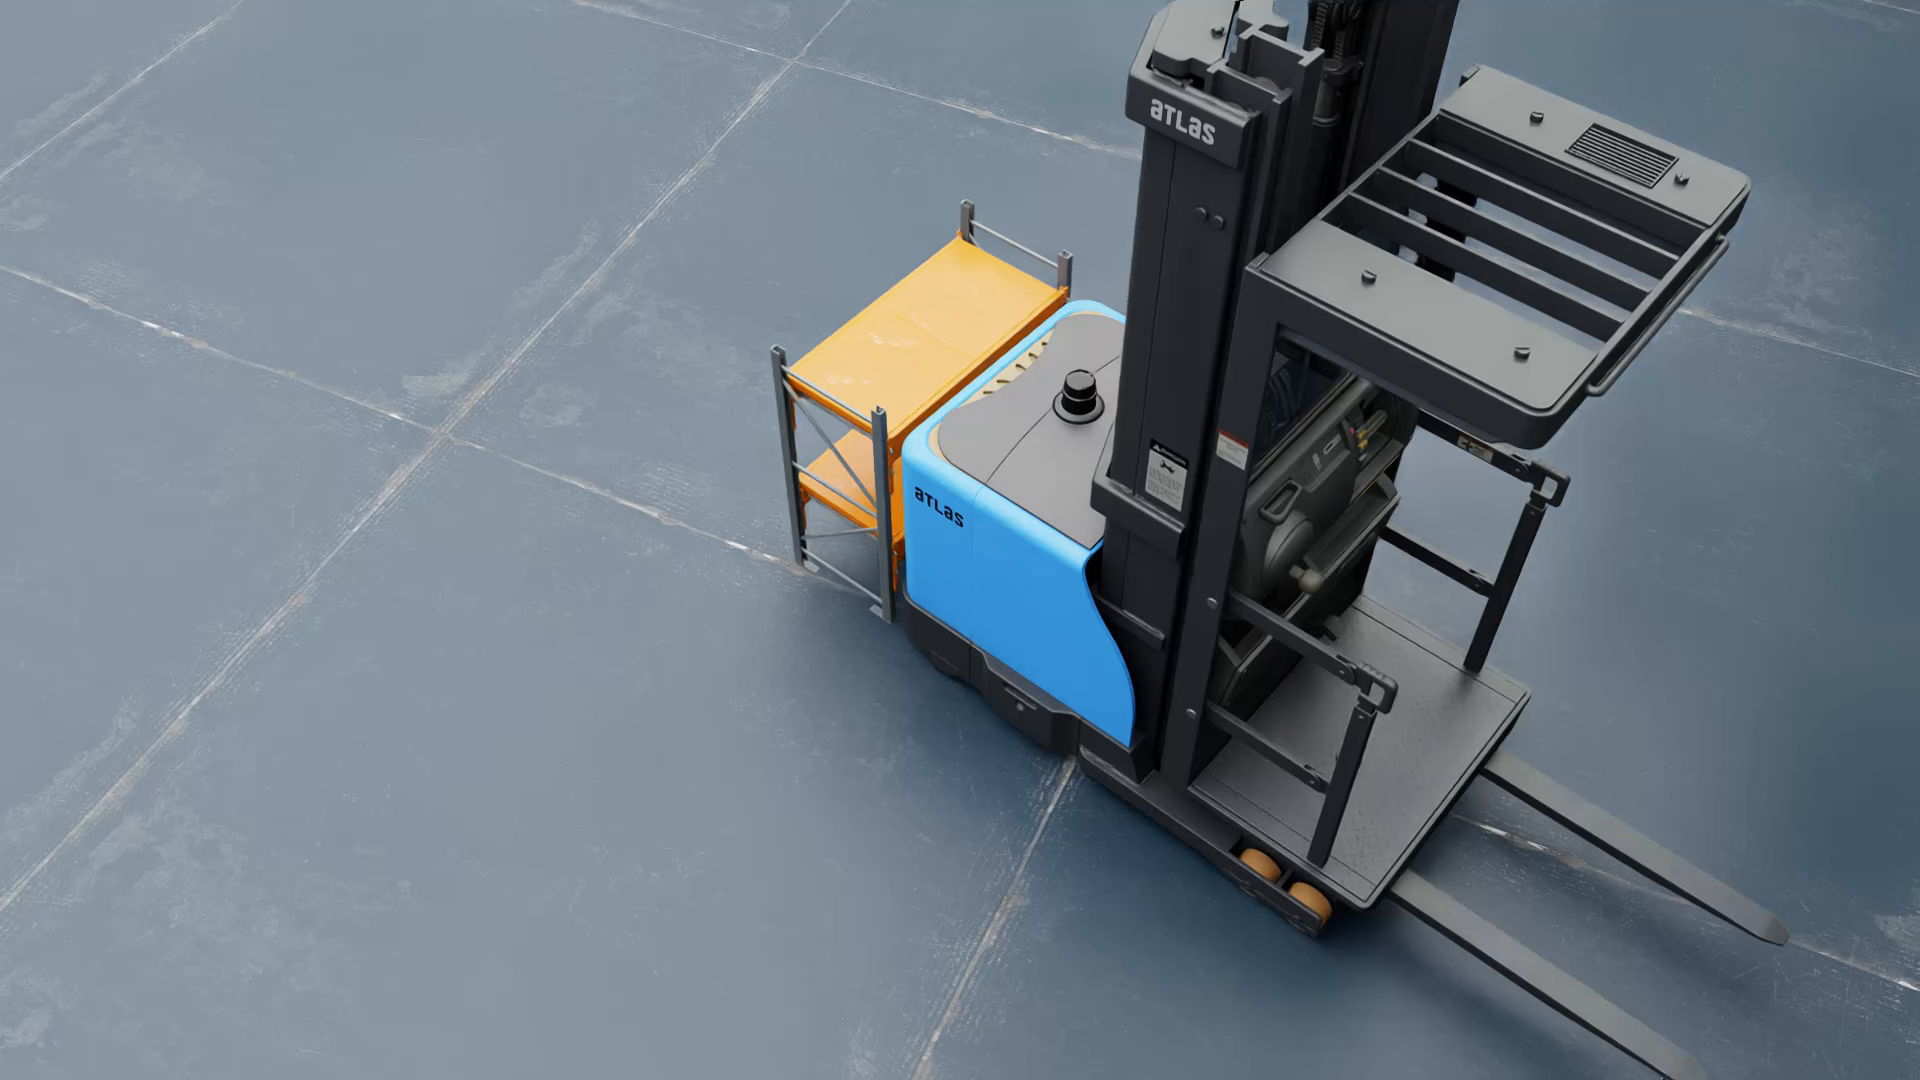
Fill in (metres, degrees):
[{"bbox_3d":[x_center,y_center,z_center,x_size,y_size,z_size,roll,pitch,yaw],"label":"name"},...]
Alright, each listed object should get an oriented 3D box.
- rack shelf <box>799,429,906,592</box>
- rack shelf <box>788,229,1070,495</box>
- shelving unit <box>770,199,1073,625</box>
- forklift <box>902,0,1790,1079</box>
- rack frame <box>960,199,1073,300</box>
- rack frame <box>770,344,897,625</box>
[{"bbox_3d":[-0.120,-0.314,6.415,0.538,0.278,1.000,32,57,24],"label":"rack shelf"},{"bbox_3d":[-0.120,-0.662,6.005,0.538,0.278,1.000,32,57,24],"label":"rack shelf"},{"bbox_3d":[-0.120,-0.472,6.228,0.538,1.125,1.048,32,57,24],"label":"shelving unit"},{"bbox_3d":[1.241,-0.125,4.747,3.031,2.935,1.130,33,57,25],"label":"forklift"},{"bbox_3d":[0.203,-0.771,6.483,0.500,1.125,0.032,32,57,24],"label":"rack frame"},{"bbox_3d":[-0.443,-0.173,5.974,0.500,1.125,0.032,32,57,24],"label":"rack frame"}]
